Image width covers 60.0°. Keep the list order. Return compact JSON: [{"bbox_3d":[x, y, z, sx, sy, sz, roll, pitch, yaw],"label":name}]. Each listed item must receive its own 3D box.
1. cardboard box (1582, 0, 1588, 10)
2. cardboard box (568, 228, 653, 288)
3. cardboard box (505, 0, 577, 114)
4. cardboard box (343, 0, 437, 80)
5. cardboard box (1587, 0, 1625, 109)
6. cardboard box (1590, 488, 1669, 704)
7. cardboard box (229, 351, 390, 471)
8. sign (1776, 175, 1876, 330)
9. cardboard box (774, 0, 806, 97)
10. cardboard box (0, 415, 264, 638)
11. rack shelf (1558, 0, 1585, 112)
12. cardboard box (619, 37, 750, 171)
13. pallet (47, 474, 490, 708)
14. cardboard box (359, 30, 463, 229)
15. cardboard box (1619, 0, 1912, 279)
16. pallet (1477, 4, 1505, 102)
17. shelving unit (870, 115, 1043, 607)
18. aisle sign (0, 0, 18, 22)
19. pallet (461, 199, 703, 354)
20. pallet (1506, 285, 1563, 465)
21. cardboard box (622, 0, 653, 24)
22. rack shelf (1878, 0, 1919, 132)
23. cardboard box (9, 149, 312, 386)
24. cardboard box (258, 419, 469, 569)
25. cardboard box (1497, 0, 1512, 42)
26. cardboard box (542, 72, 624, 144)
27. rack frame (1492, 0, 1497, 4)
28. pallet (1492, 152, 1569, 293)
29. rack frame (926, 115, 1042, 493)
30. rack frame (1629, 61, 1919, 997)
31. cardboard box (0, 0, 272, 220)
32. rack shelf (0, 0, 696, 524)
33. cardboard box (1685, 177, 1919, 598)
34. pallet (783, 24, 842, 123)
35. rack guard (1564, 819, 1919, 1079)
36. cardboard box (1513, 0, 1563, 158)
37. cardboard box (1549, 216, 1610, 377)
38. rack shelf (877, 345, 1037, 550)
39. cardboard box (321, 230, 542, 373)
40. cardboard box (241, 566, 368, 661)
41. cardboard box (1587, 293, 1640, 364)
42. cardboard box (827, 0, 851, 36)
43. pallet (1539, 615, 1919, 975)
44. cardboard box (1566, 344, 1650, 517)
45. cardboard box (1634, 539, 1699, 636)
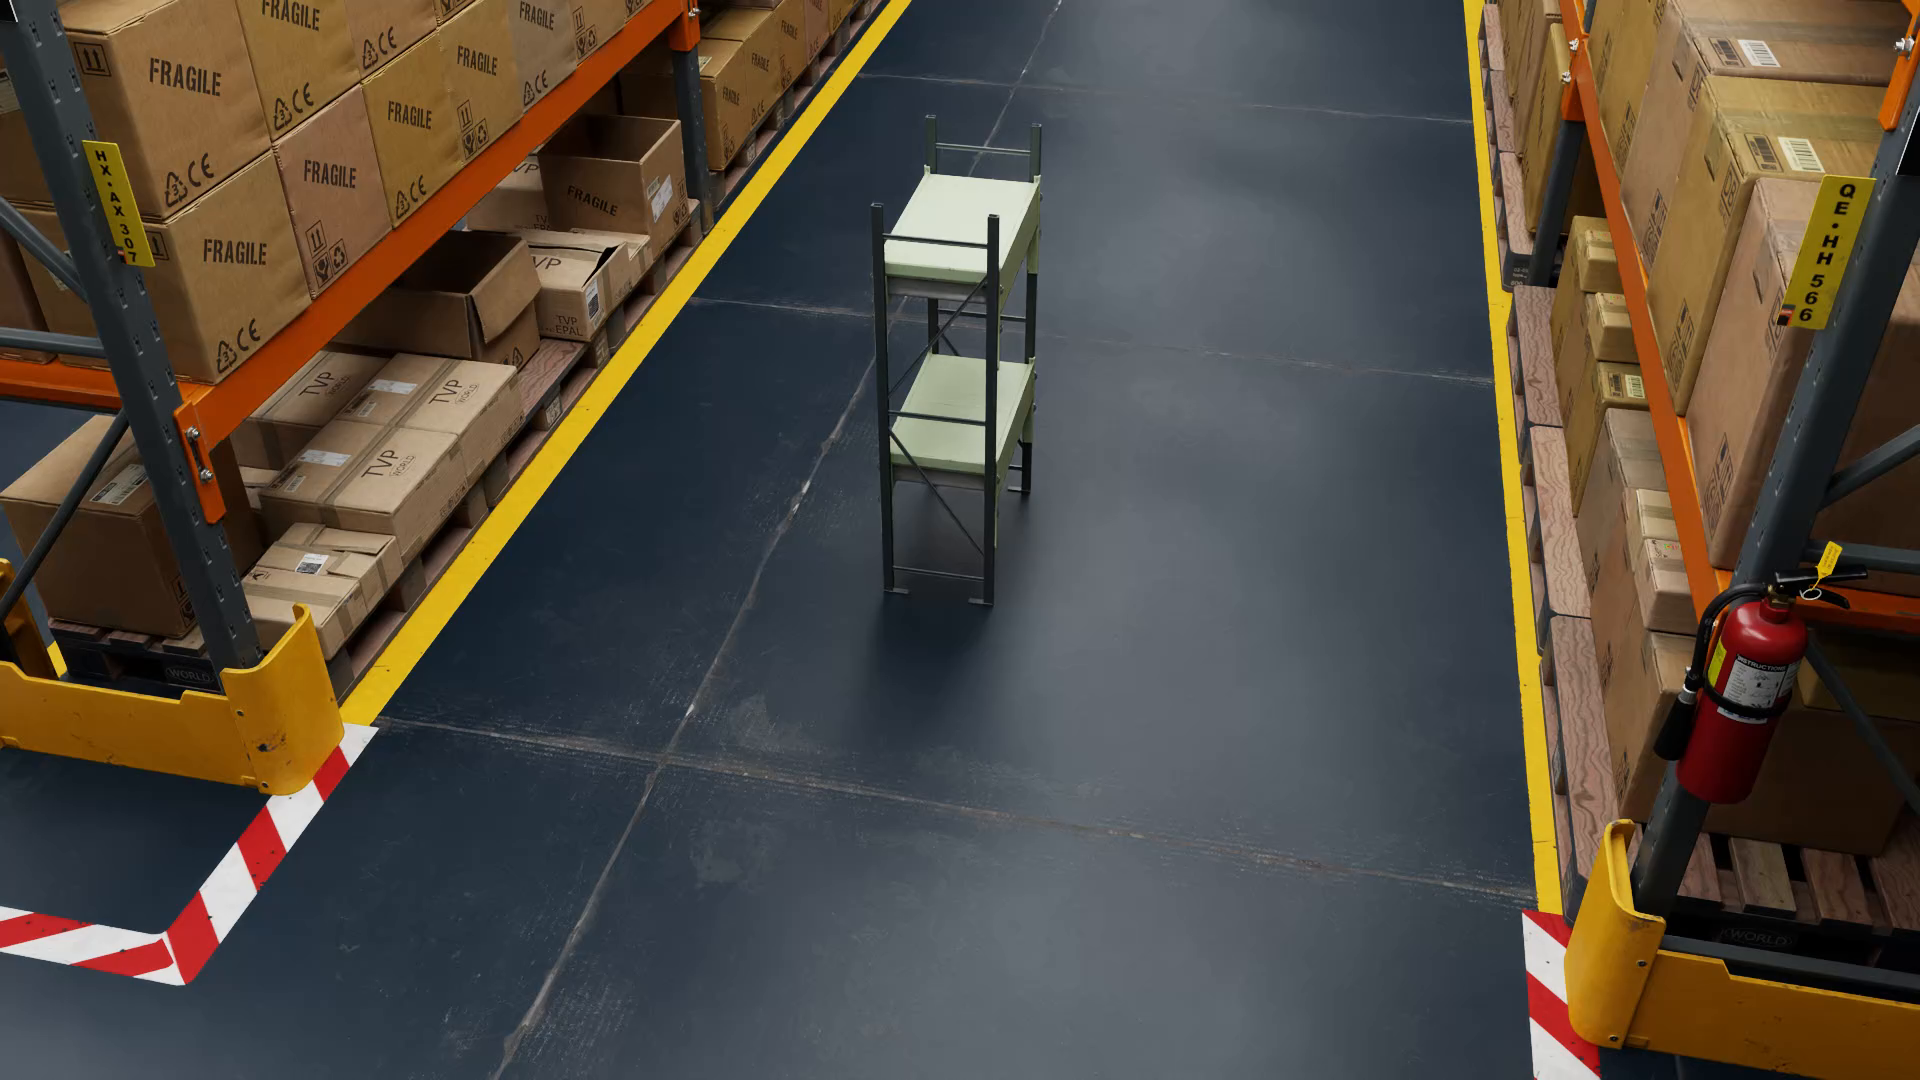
[{"bbox_3d":[2.887,-2.352,7.136,0.380,0.149,0.250,8,37,10],"label":"cardboard box"},{"bbox_3d":[-1.614,-1.274,7.507,0.380,0.149,0.250,7,37,10],"label":"cardboard box"},{"bbox_3d":[-1.821,-1.966,6.322,0.500,0.500,0.500,8,37,11],"label":"cardboard box"},{"bbox_3d":[-2.034,-1.796,5.234,0.500,0.500,0.500,8,37,11],"label":"cardboard box"},{"bbox_3d":[2.960,-2.029,6.238,0.980,0.700,0.700,8,37,11],"label":"cardboard box"},{"bbox_3d":[2.396,0.218,5.165,0.700,0.500,0.500,7,37,10],"label":"cardboard box"},{"bbox_3d":[-2.495,-0.490,6.339,0.500,0.250,0.500,7,37,10],"label":"cardboard box"},{"bbox_3d":[1.710,-0.564,3.284,0.100,0.325,0.005,7,37,10],"label":"sign"},{"bbox_3d":[-1.190,-2.841,9.369,0.500,0.500,0.500,8,37,11],"label":"cardboard box"},{"bbox_3d":[-2.727,-0.051,5.519,0.500,0.500,0.500,7,37,10],"label":"cardboard box"},{"bbox_3d":[3.519,-3.072,8.545,1.077,0.370,4.000,7,37,10],"label":"rack shelf"},{"bbox_3d":[-1.407,-2.248,8.551,0.500,0.500,0.500,6,36,8],"label":"cardboard box"},{"bbox_3d":[-2.417,0.086,5.951,1.003,0.211,1.213,7,37,10],"label":"pallet"},{"bbox_3d":[-2.035,-1.388,5.523,0.500,0.500,0.500,7,37,10],"label":"cardboard box"},{"bbox_3d":[2.653,-1.193,5.084,0.980,0.700,0.700,6,36,8],"label":"cardboard box"},{"bbox_3d":[3.704,-2.938,10.124,1.003,0.211,1.213,7,37,10],"label":"pallet"},{"bbox_3d":[0.001,-0.611,5.815,0.431,1.500,0.755,7,37,10],"label":"shelving unit"},{"bbox_3d":[-2.330,-1.519,3.574,0.394,0.787,0.004,7,37,10],"label":"aisle sign"},{"bbox_3d":[-1.896,-1.312,7.881,1.003,0.211,1.213,7,37,10],"label":"pallet"},{"bbox_3d":[2.853,-0.661,6.982,1.003,0.211,1.213,7,37,10],"label":"pallet"},{"bbox_3d":[-1.604,-2.557,7.137,0.500,0.500,0.500,8,37,11],"label":"cardboard box"},{"bbox_3d":[2.665,-1.993,4.501,1.077,0.370,4.000,7,37,10],"label":"rack shelf"},{"bbox_3d":[-2.250,-0.804,4.718,0.500,0.500,0.500,8,37,11],"label":"cardboard box"},{"bbox_3d":[-2.103,-0.170,5.896,0.500,0.250,0.500,7,37,10],"label":"cardboard box"},{"bbox_3d":[3.661,-3.404,9.865,0.750,0.750,0.750,7,36,9],"label":"cardboard box"},{"bbox_3d":[-1.923,-2.320,8.650,0.500,0.500,0.500,7,37,10],"label":"cardboard box"},{"bbox_3d":[3.946,-4.510,9.916,1.000,3.000,0.127,7,37,10],"label":"rack frame"},{"bbox_3d":[3.183,-1.539,8.194,1.003,0.211,1.213,7,37,10],"label":"pallet"},{"bbox_3d":[0.080,-0.821,6.105,0.400,1.500,0.023,7,37,10],"label":"rack frame"},{"bbox_3d":[2.237,0.077,3.588,1.000,3.000,0.127,7,37,10],"label":"rack frame"},{"bbox_3d":[-2.250,-1.209,4.424,0.500,0.500,0.500,8,37,11],"label":"cardboard box"},{"bbox_3d":[-2.176,-1.397,6.235,1.077,0.370,4.000,7,37,10],"label":"rack shelf"},{"bbox_3d":[2.337,-0.338,3.905,0.980,0.700,0.700,9,37,12],"label":"cardboard box"},{"bbox_3d":[-1.353,-2.879,10.042,1.003,0.211,1.213,7,37,10],"label":"pallet"},{"bbox_3d":[2.232,1.103,4.303,1.175,0.500,0.348,7,37,10],"label":"rack guard"},{"bbox_3d":[3.291,-2.415,8.500,0.750,0.750,0.750,8,37,11],"label":"cardboard box"},{"bbox_3d":[2.832,-0.958,6.789,0.700,0.500,0.500,8,37,11],"label":"cardboard box"},{"bbox_3d":[0.001,-0.347,6.006,0.431,0.370,0.720,7,37,10],"label":"rack shelf"},{"bbox_3d":[-2.145,-0.925,6.722,0.797,0.503,0.637,7,37,10],"label":"cardboard box"},{"bbox_3d":[-2.178,0.237,5.421,0.380,0.149,0.250,7,37,10],"label":"cardboard box"},{"bbox_3d":[2.469,-0.748,5.946,0.380,0.149,0.250,6,36,9],"label":"cardboard box"},{"bbox_3d":[-0.975,-3.432,10.185,0.500,0.500,0.500,6,36,8],"label":"cardboard box"},{"bbox_3d":[2.332,0.738,5.052,1.003,0.211,1.213,7,37,10],"label":"pallet"},{"bbox_3d":[2.610,-0.377,5.986,0.700,0.500,0.500,8,37,11],"label":"cardboard box"},{"bbox_3d":[2.139,0.146,4.712,0.380,0.149,0.250,7,37,9],"label":"cardboard box"}]
